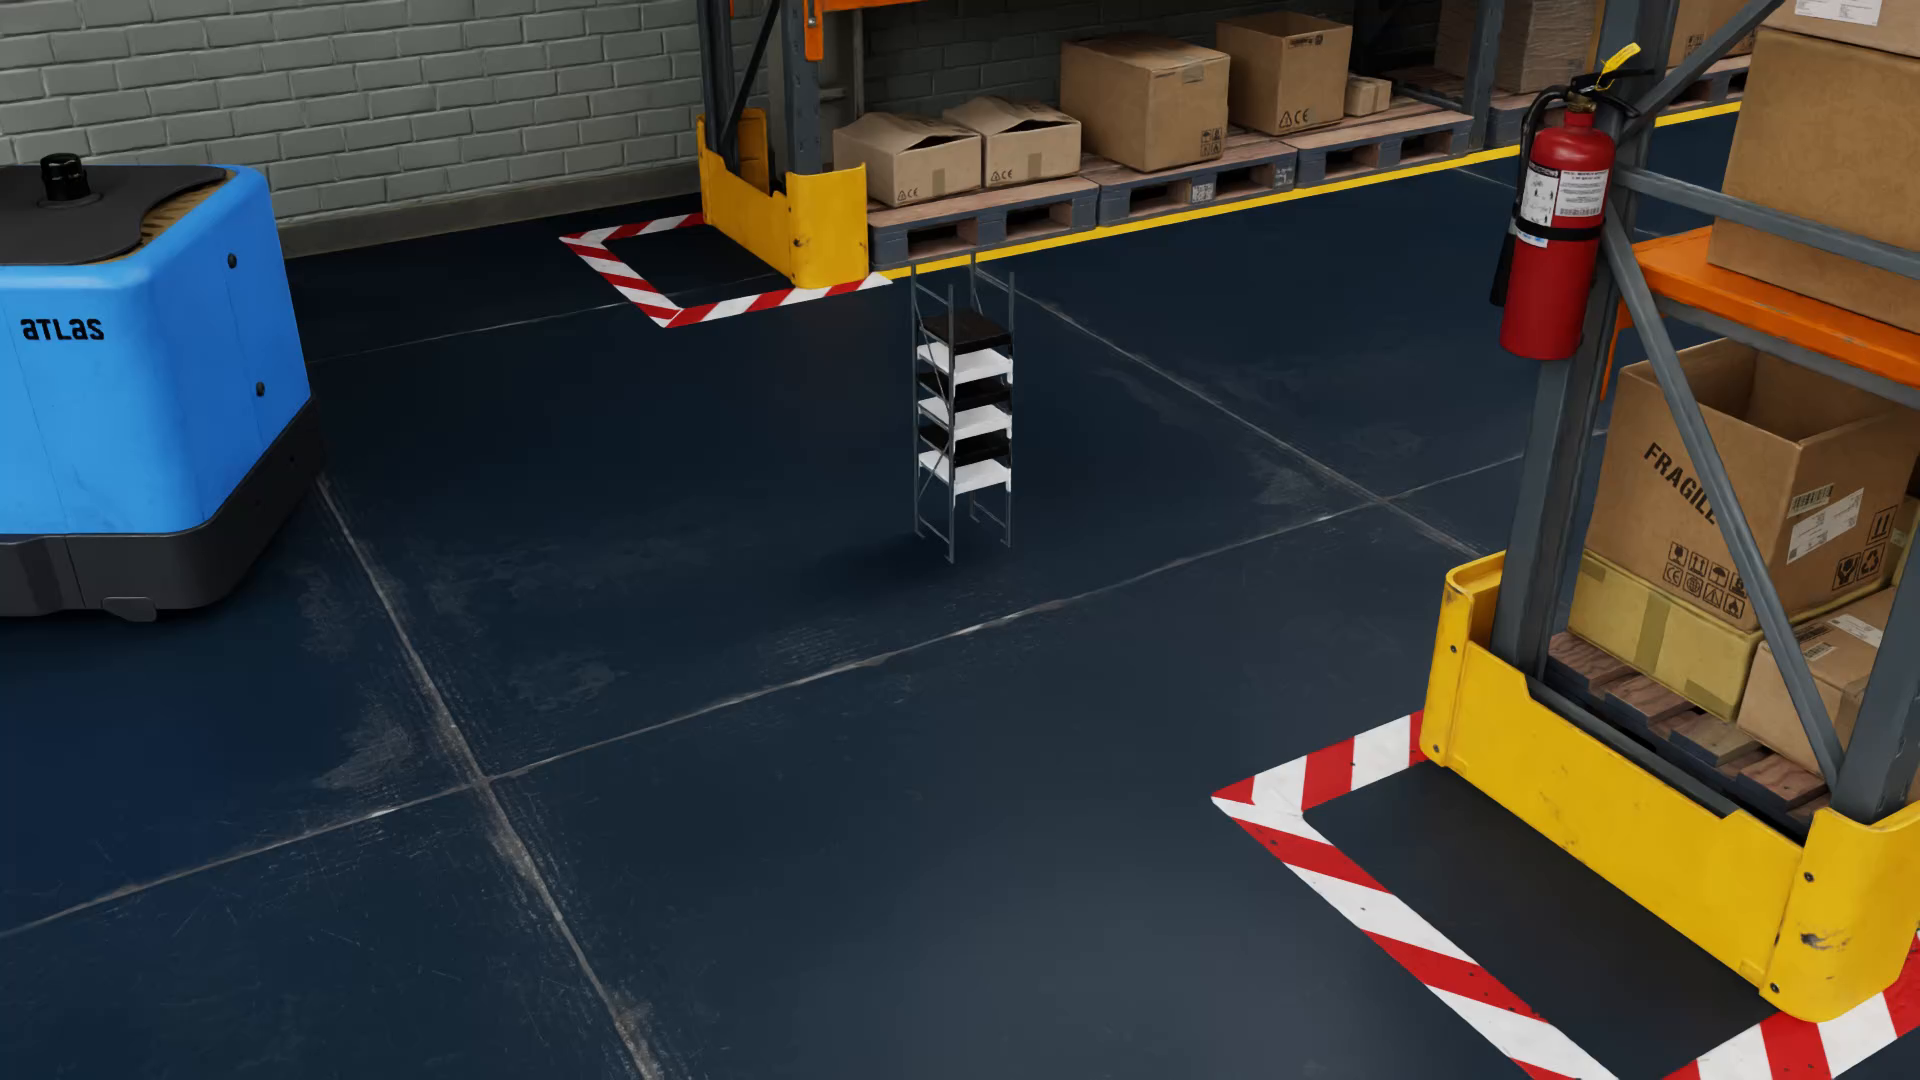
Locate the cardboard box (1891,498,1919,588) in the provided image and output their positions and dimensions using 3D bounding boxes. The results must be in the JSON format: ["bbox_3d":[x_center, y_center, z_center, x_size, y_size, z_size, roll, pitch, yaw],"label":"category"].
[{"bbox_3d":[2.629,-0.064,3.897,0.500,0.500,0.500,-16,33,-26],"label":"cardboard box"}]

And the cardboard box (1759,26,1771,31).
[{"bbox_3d":[4.911,-3.438,10.507,0.500,0.500,0.700,-16,33,-26],"label":"cardboard box"}]

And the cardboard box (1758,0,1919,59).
[{"bbox_3d":[1.856,-1.095,3.355,0.250,0.149,0.380,-16,33,-27],"label":"cardboard box"}]

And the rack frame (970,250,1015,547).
[{"bbox_3d":[0.095,-0.421,5.081,0.006,0.900,0.240,-16,33,-26],"label":"rack frame"}]

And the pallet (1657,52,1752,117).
[{"bbox_3d":[4.283,-2.907,10.299,1.213,0.211,1.003,-16,33,-26],"label":"pallet"}]

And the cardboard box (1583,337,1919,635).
[{"bbox_3d":[1.935,-0.158,4.067,0.500,0.500,0.500,-16,33,-26],"label":"cardboard box"}]

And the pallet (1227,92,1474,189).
[{"bbox_3d":[1.998,-2.236,9.083,1.213,0.211,1.003,-16,33,-26],"label":"pallet"}]

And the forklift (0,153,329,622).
[{"bbox_3d":[-3.630,-1.271,4.520,3.031,2.935,1.130,0,29,0],"label":"forklift"}]

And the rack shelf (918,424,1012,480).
[{"bbox_3d":[0.007,-0.288,5.096,0.200,0.077,0.258,-16,33,-26],"label":"rack shelf"}]

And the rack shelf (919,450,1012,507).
[{"bbox_3d":[0.007,-0.209,5.139,0.200,0.077,0.258,-16,33,-26],"label":"rack shelf"}]

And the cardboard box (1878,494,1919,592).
[{"bbox_3d":[2.361,0.044,4.477,0.500,0.250,0.500,-16,33,-26],"label":"cardboard box"}]

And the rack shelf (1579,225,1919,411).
[{"bbox_3d":[3.348,-0.769,4.283,4.000,0.370,1.077,-16,33,-26],"label":"rack shelf"}]

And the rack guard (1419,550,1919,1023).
[{"bbox_3d":[1.603,0.506,3.816,0.348,0.500,1.175,-16,33,-26],"label":"rack guard"}]

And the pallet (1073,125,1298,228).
[{"bbox_3d":[0.945,-1.936,8.539,1.213,0.211,1.003,-16,33,-26],"label":"pallet"}]

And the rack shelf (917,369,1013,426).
[{"bbox_3d":[0.007,-0.446,5.009,0.200,0.077,0.258,-16,33,-26],"label":"rack shelf"}]

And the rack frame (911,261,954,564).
[{"bbox_3d":[-0.081,-0.371,4.991,0.006,0.900,0.240,-16,33,-26],"label":"rack frame"}]

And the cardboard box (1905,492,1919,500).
[{"bbox_3d":[2.791,-0.079,4.700,0.500,0.250,0.500,-16,33,-26],"label":"cardboard box"}]

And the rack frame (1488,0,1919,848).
[{"bbox_3d":[1.624,-0.594,3.222,0.127,3.000,1.000,-16,33,-26],"label":"rack frame"}]

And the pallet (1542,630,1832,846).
[{"bbox_3d":[2.262,0.422,4.267,1.213,0.211,1.003,-16,33,-26],"label":"pallet"}]

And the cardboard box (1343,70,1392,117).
[{"bbox_3d":[2.113,-2.445,9.053,0.250,0.166,0.380,-21,35,-33],"label":"cardboard box"}]

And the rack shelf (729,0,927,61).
[{"bbox_3d":[0.835,-2.832,8.021,4.000,0.370,1.077,-16,33,-26],"label":"rack shelf"}]

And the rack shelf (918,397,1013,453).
[{"bbox_3d":[0.007,-0.367,5.052,0.200,0.077,0.258,-16,33,-26],"label":"rack shelf"}]

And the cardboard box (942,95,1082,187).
[{"bbox_3d":[0.244,-1.944,7.995,0.500,0.311,0.500,-13,31,-22],"label":"cardboard box"}]

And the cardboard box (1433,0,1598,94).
[{"bbox_3d":[3.186,-2.921,9.571,0.500,0.500,0.700,-15,32,-25],"label":"cardboard box"}]

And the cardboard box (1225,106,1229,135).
[{"bbox_3d":[1.170,-2.197,8.622,0.250,0.149,0.380,-19,34,-30],"label":"cardboard box"}]

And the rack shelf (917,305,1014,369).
[{"bbox_3d":[0.007,-0.603,4.922,0.200,0.077,0.258,-16,33,-26],"label":"rack shelf"}]

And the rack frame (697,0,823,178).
[{"bbox_3d":[-0.889,-2.657,6.960,0.127,3.000,1.000,-16,33,-26],"label":"rack frame"}]

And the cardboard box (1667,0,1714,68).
[{"bbox_3d":[4.066,-3.177,10.034,0.500,0.500,0.700,-15,32,-26],"label":"cardboard box"}]

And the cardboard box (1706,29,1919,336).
[{"bbox_3d":[2.033,-0.747,3.396,0.500,0.500,0.700,-16,33,-26],"label":"cardboard box"}]

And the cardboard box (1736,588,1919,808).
[{"bbox_3d":[2.199,0.387,3.855,0.500,0.250,0.500,-16,33,-26],"label":"cardboard box"}]

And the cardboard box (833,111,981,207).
[{"bbox_3d":[-0.247,-1.804,7.742,0.500,0.311,0.500,-20,35,-32],"label":"cardboard box"}]

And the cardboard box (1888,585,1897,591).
[{"bbox_3d":[2.628,0.263,4.080,0.500,0.250,0.500,-16,33,-26],"label":"cardboard box"}]

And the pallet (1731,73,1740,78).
[{"bbox_3d":[5.334,-3.204,10.837,1.213,0.211,1.003,-16,33,-26],"label":"pallet"}]

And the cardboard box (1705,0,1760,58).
[{"bbox_3d":[4.497,-3.304,10.265,0.500,0.500,0.700,-16,33,-27],"label":"cardboard box"}]

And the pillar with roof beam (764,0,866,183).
[{"bbox_3d":[1.457,-4.022,3.224,0.400,9.000,9.100,-16,33,-26],"label":"pillar with roof beam"}]

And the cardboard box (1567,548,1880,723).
[{"bbox_3d":[1.936,0.171,4.246,0.500,0.250,0.500,-16,33,-26],"label":"cardboard box"}]

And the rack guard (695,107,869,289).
[{"bbox_3d":[-0.824,-1.581,7.598,0.348,0.500,1.175,-16,33,-26],"label":"rack guard"}]

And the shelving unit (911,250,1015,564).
[{"bbox_3d":[0.007,-0.396,5.036,0.210,0.900,0.258,-16,33,-26],"label":"shelving unit"}]

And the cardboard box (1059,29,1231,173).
[{"bbox_3d":[0.902,-2.185,8.237,0.500,0.500,0.700,-18,34,-29],"label":"cardboard box"}]

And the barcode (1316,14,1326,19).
[{"bbox_3d":[1.972,-2.842,9.096,0.075,0.075,0.001,-16,33,-26],"label":"barcode"}]

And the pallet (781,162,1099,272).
[{"bbox_3d":[-0.105,-1.639,8.001,1.213,0.211,1.003,-16,33,-26],"label":"pallet"}]

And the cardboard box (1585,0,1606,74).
[{"bbox_3d":[3.606,-3.069,9.838,0.500,0.500,0.700,-17,33,-27],"label":"cardboard box"}]

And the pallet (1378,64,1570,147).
[{"bbox_3d":[3.230,-2.606,9.754,1.213,0.211,1.003,-16,33,-26],"label":"pallet"}]

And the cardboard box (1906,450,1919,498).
[{"bbox_3d":[2.790,-0.409,4.521,0.500,0.500,0.500,-16,33,-26],"label":"cardboard box"}]

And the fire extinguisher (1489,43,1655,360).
[{"bbox_3d":[1.286,-0.725,3.539,0.183,0.674,0.296,-16,33,-26],"label":"fire extinguisher"}]

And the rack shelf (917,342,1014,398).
[{"bbox_3d":[0.007,-0.524,4.965,0.200,0.077,0.258,-16,33,-26],"label":"rack shelf"}]

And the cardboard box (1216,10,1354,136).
[{"bbox_3d":[1.685,-2.464,8.741,0.500,0.500,0.500,-19,34,-30],"label":"cardboard box"}]

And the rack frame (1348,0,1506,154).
[{"bbox_3d":[2.559,-3.636,8.734,0.127,3.000,1.000,-16,33,-26],"label":"rack frame"}]
